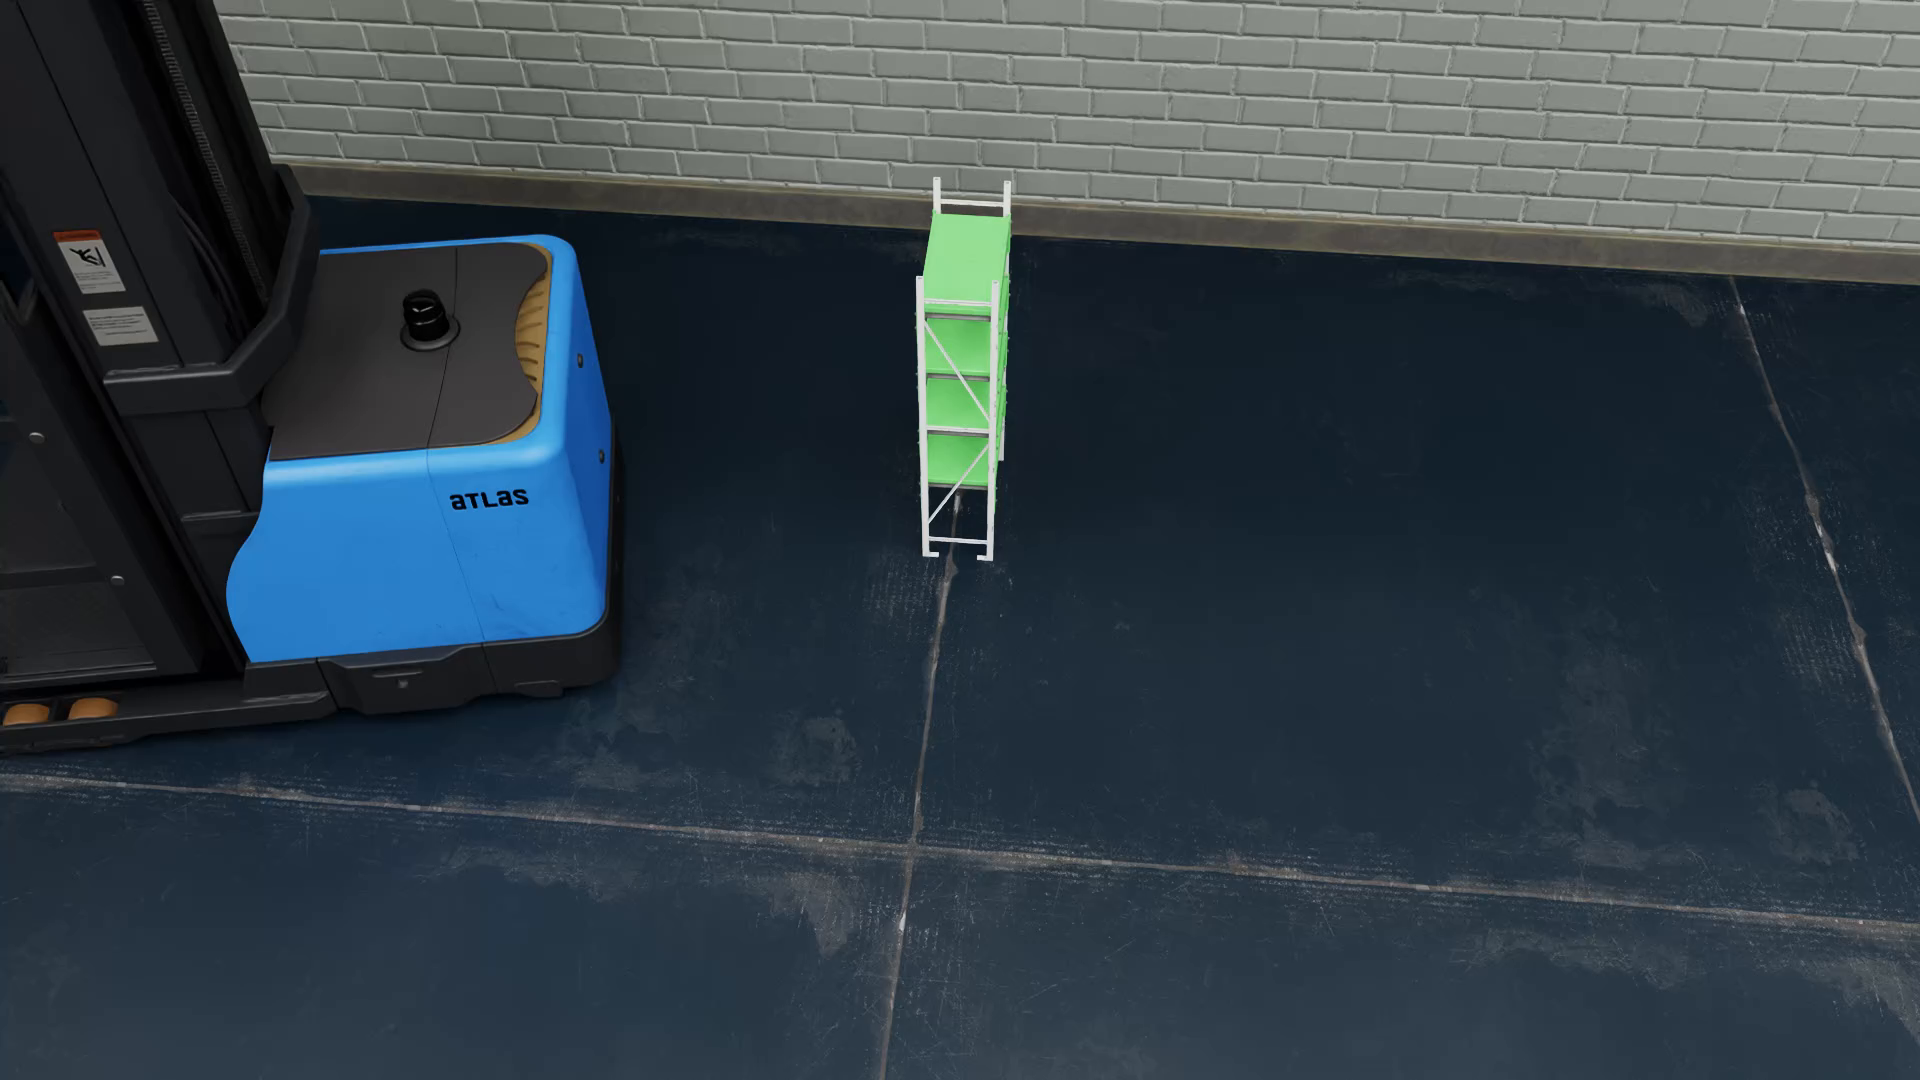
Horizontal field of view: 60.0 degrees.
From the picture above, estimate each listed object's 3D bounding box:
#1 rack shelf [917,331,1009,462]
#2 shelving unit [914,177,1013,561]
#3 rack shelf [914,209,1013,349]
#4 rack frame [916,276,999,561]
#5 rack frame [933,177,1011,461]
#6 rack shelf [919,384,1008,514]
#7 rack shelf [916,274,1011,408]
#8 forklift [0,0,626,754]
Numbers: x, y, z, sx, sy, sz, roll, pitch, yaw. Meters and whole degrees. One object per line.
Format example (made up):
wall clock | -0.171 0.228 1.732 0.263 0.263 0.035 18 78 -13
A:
rack shelf | 0.015 -0.483 5.466 0.258 0.148 0.480 4 48 4
shelving unit | 0.015 -0.527 5.419 0.258 1.200 0.503 4 48 4
rack shelf | 0.015 -0.807 5.111 0.258 0.148 0.480 4 48 4
rack frame | -0.007 -0.347 5.255 0.240 1.200 0.015 4 48 4
rack frame | 0.037 -0.706 5.583 0.240 1.200 0.015 4 48 4
rack shelf | 0.015 -0.321 5.643 0.258 0.148 0.480 4 48 4
rack shelf | 0.015 -0.645 5.289 0.258 0.148 0.480 4 48 4
forklift | -2.637 -0.746 4.446 3.031 2.935 1.130 -5 48 -5
